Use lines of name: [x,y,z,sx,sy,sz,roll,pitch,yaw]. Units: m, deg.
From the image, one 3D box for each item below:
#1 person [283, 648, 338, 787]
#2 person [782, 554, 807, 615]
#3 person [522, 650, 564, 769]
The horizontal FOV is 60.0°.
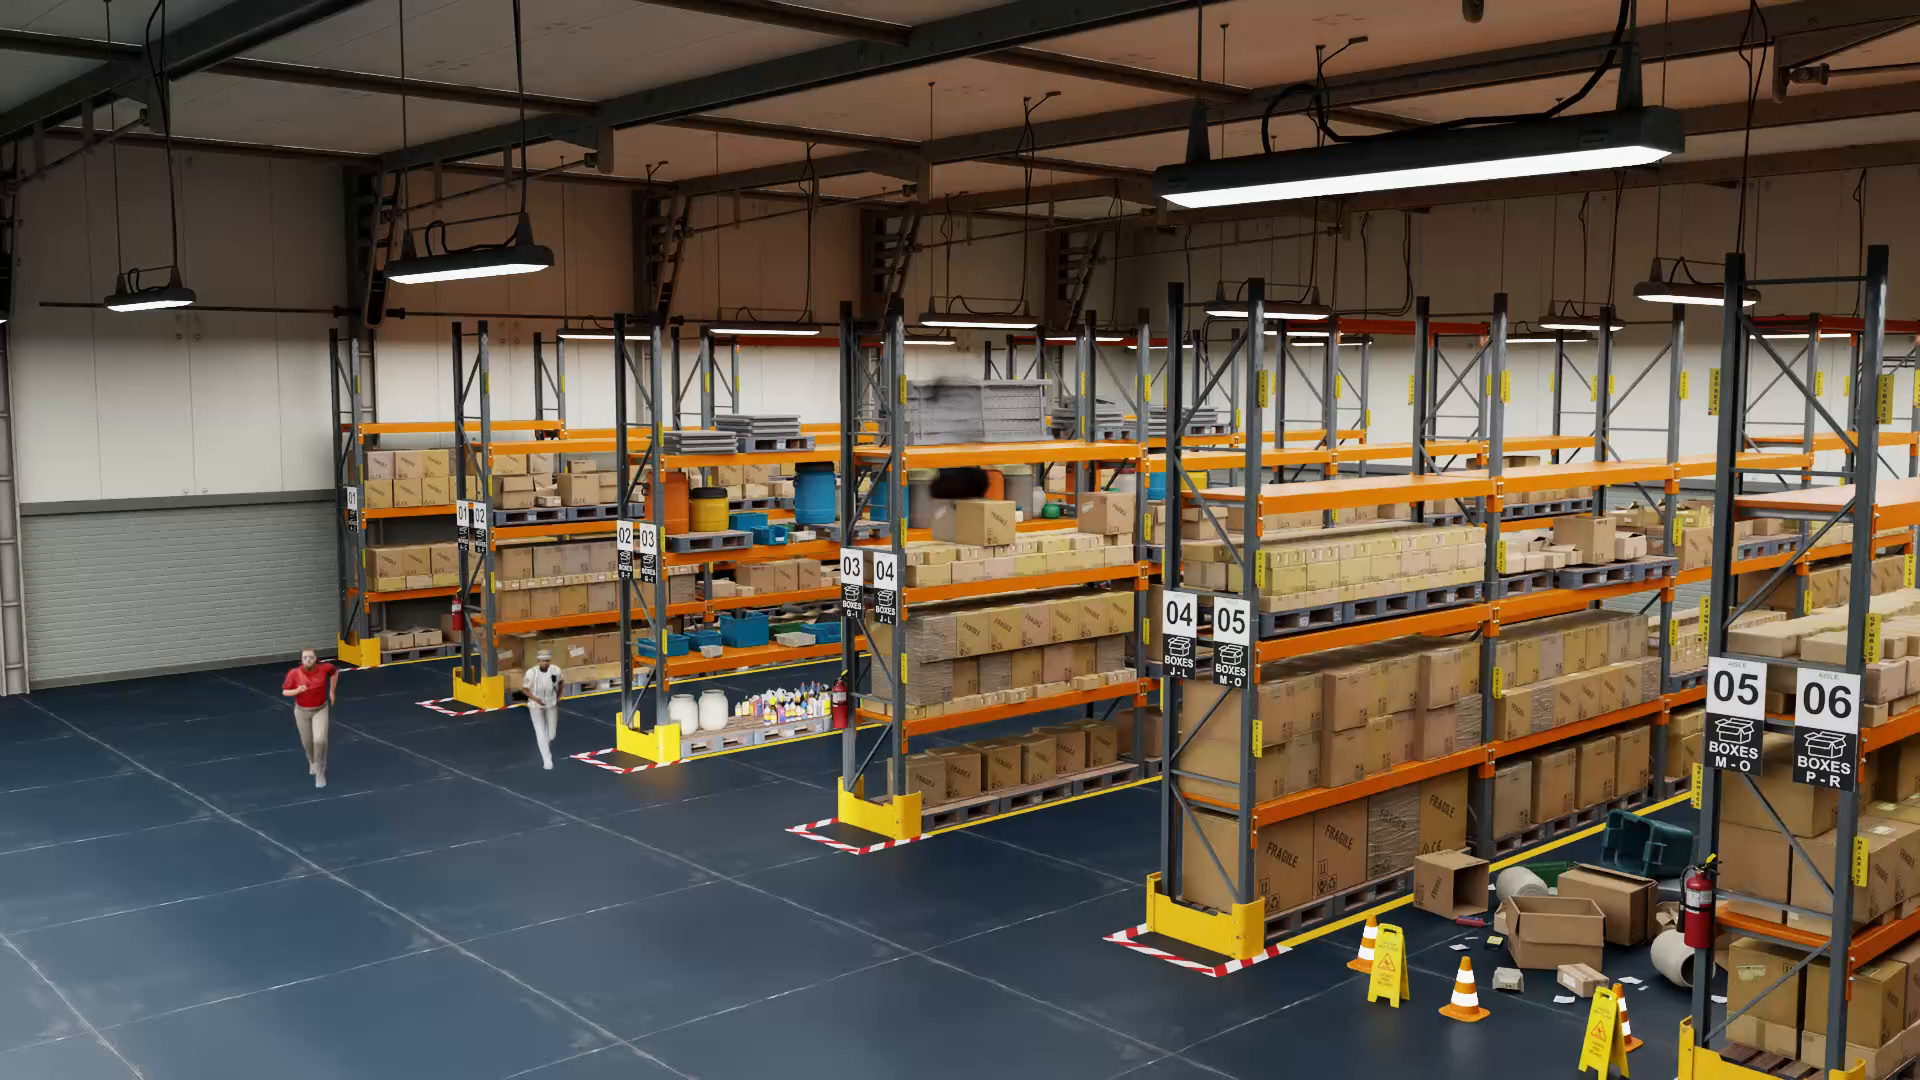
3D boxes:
person: [-8.237,2.254,21.131,0.639,1.805,0.881,-2,6,-16]
person: [-3.424,1.011,33.834,0.616,1.659,0.541,5,8,44]
person: [-5.496,2.217,21.966,0.558,1.642,0.691,-2,6,-19]
